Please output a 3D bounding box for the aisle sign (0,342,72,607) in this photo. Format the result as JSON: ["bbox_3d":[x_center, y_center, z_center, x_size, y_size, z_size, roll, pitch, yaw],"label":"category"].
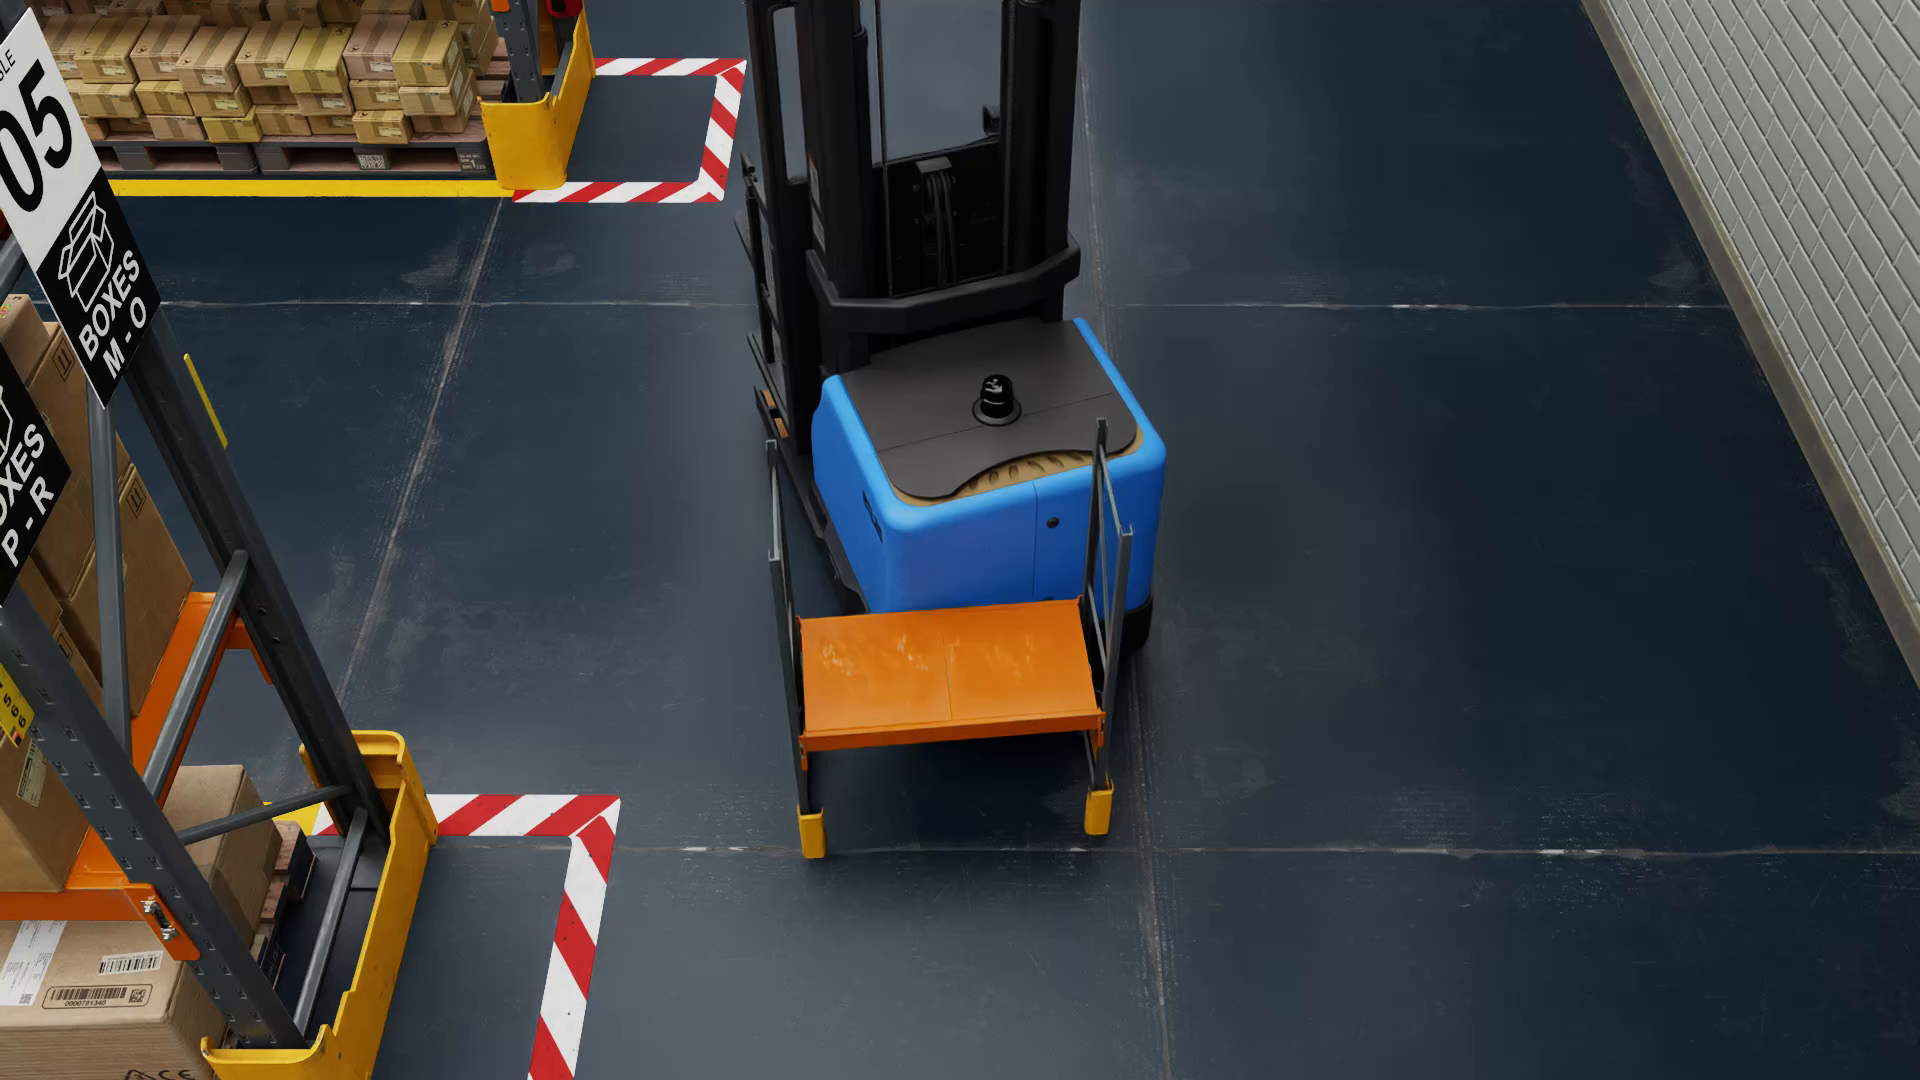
[{"bbox_3d":[-1.969,-0.274,3.260,0.004,0.787,0.394,0,47,0],"label":"aisle sign"}]

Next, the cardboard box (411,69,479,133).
[{"bbox_3d":[-2.650,-2.259,8.545,0.250,0.149,0.380,1,47,1],"label":"cardboard box"}]

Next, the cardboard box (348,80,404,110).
[{"bbox_3d":[-2.912,-2.345,8.421,0.250,0.149,0.380,-1,47,-1],"label":"cardboard box"}]

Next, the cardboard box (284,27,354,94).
[{"bbox_3d":[-3.163,-2.380,8.251,0.250,0.149,0.380,-1,47,-1],"label":"cardboard box"}]

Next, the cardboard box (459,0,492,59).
[{"bbox_3d":[-2.645,-2.701,8.753,0.250,0.149,0.380,2,47,2],"label":"cardboard box"}]

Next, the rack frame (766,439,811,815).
[{"bbox_3d":[-0.552,0.387,5.446,0.032,1.500,0.500,-4,47,-4],"label":"rack frame"}]

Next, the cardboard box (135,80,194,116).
[{"bbox_3d":[-3.945,-2.311,8.390,0.250,0.149,0.380,2,47,2],"label":"cardboard box"}]

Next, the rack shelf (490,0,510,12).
[{"bbox_3d":[-4.122,-2.999,8.065,4.000,0.370,1.077,0,47,0],"label":"rack shelf"}]

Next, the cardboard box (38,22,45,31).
[{"bbox_3d":[-4.735,-2.418,8.287,0.250,0.149,0.380,1,47,1],"label":"cardboard box"}]

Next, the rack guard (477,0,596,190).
[{"bbox_3d":[-2.198,-2.387,8.711,0.348,0.500,1.175,0,47,0],"label":"rack guard"}]

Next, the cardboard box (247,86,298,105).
[{"bbox_3d":[-3.439,-2.381,8.455,0.250,0.149,0.380,0,47,0],"label":"cardboard box"}]

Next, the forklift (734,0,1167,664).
[{"bbox_3d":[-0.253,-1.462,6.190,1.130,2.935,3.031,-15,49,-13],"label":"forklift"}]

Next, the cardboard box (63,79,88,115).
[{"bbox_3d":[-4.467,-2.310,8.390,0.250,0.149,0.380,0,47,0],"label":"cardboard box"}]

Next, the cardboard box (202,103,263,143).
[{"bbox_3d":[-3.673,-2.196,8.486,0.250,0.149,0.380,-2,47,-2],"label":"cardboard box"}]

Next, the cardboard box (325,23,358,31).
[{"bbox_3d":[-3.164,-2.679,8.733,0.250,0.149,0.380,1,47,1],"label":"cardboard box"}]

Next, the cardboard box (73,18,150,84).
[{"bbox_3d":[-4.216,-2.449,8.315,0.250,0.149,0.380,0,47,0],"label":"cardboard box"}]

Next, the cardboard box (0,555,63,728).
[{"bbox_3d":[-2.523,0.183,3.860,0.500,0.500,0.500,2,47,1],"label":"cardboard box"}]

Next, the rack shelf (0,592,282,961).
[{"bbox_3d":[-4.040,0.624,4.692,4.000,0.370,1.077,0,47,0],"label":"rack shelf"}]

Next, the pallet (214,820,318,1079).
[{"bbox_3d":[-2.840,1.390,5.393,1.213,0.211,1.003,0,47,0],"label":"pallet"}]

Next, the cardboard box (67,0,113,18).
[{"bbox_3d":[-4.461,-2.864,8.702,0.250,0.149,0.380,-1,47,-1],"label":"cardboard box"}]

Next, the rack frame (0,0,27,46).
[{"bbox_3d":[-2.040,-1.659,2.227,0.127,3.000,1.000,0,47,0],"label":"rack frame"}]

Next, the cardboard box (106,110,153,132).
[{"bbox_3d":[-4.199,-2.267,8.552,0.250,0.149,0.380,1,47,1],"label":"cardboard box"}]

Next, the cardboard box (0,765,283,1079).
[{"bbox_3d":[-2.700,1.186,5.141,0.875,0.438,0.875,-1,47,-1],"label":"cardboard box"}]

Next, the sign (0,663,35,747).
[{"bbox_3d":[-2.056,0.307,3.543,0.005,0.325,0.100,0,47,0],"label":"sign"}]

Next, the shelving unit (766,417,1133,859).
[{"bbox_3d":[-0.037,0.350,5.480,1.083,1.500,0.587,-4,47,-4],"label":"shelving unit"}]

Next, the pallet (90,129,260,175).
[{"bbox_3d":[-4.228,-2.322,8.848,1.213,0.211,1.003,0,47,0],"label":"pallet"}]

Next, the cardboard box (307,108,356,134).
[{"bbox_3d":[-3.171,-2.250,8.536,0.250,0.149,0.380,0,47,0],"label":"cardboard box"}]

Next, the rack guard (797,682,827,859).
[{"bbox_3d":[-0.533,0.811,5.905,0.087,0.250,0.587,-4,47,-4],"label":"rack guard"}]

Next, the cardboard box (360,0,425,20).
[{"bbox_3d":[-2.921,-2.776,8.620,0.250,0.149,0.380,1,47,1],"label":"cardboard box"}]

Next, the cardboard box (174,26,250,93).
[{"bbox_3d":[-3.691,-2.387,8.257,0.250,0.149,0.380,2,47,2],"label":"cardboard box"}]

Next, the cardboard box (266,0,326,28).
[{"bbox_3d":[-3.421,-2.811,8.652,0.250,0.149,0.380,-2,47,-2],"label":"cardboard box"}]

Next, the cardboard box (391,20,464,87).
[{"bbox_3d":[-2.653,-2.429,8.297,0.250,0.149,0.380,1,47,1],"label":"cardboard box"}]

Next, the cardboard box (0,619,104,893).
[{"bbox_3d":[-2.523,0.543,4.208,0.500,0.500,0.500,0,47,0],"label":"cardboard box"}]

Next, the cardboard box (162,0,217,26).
[{"bbox_3d":[-3.961,-2.852,8.691,0.250,0.149,0.380,1,47,1],"label":"cardboard box"}]
